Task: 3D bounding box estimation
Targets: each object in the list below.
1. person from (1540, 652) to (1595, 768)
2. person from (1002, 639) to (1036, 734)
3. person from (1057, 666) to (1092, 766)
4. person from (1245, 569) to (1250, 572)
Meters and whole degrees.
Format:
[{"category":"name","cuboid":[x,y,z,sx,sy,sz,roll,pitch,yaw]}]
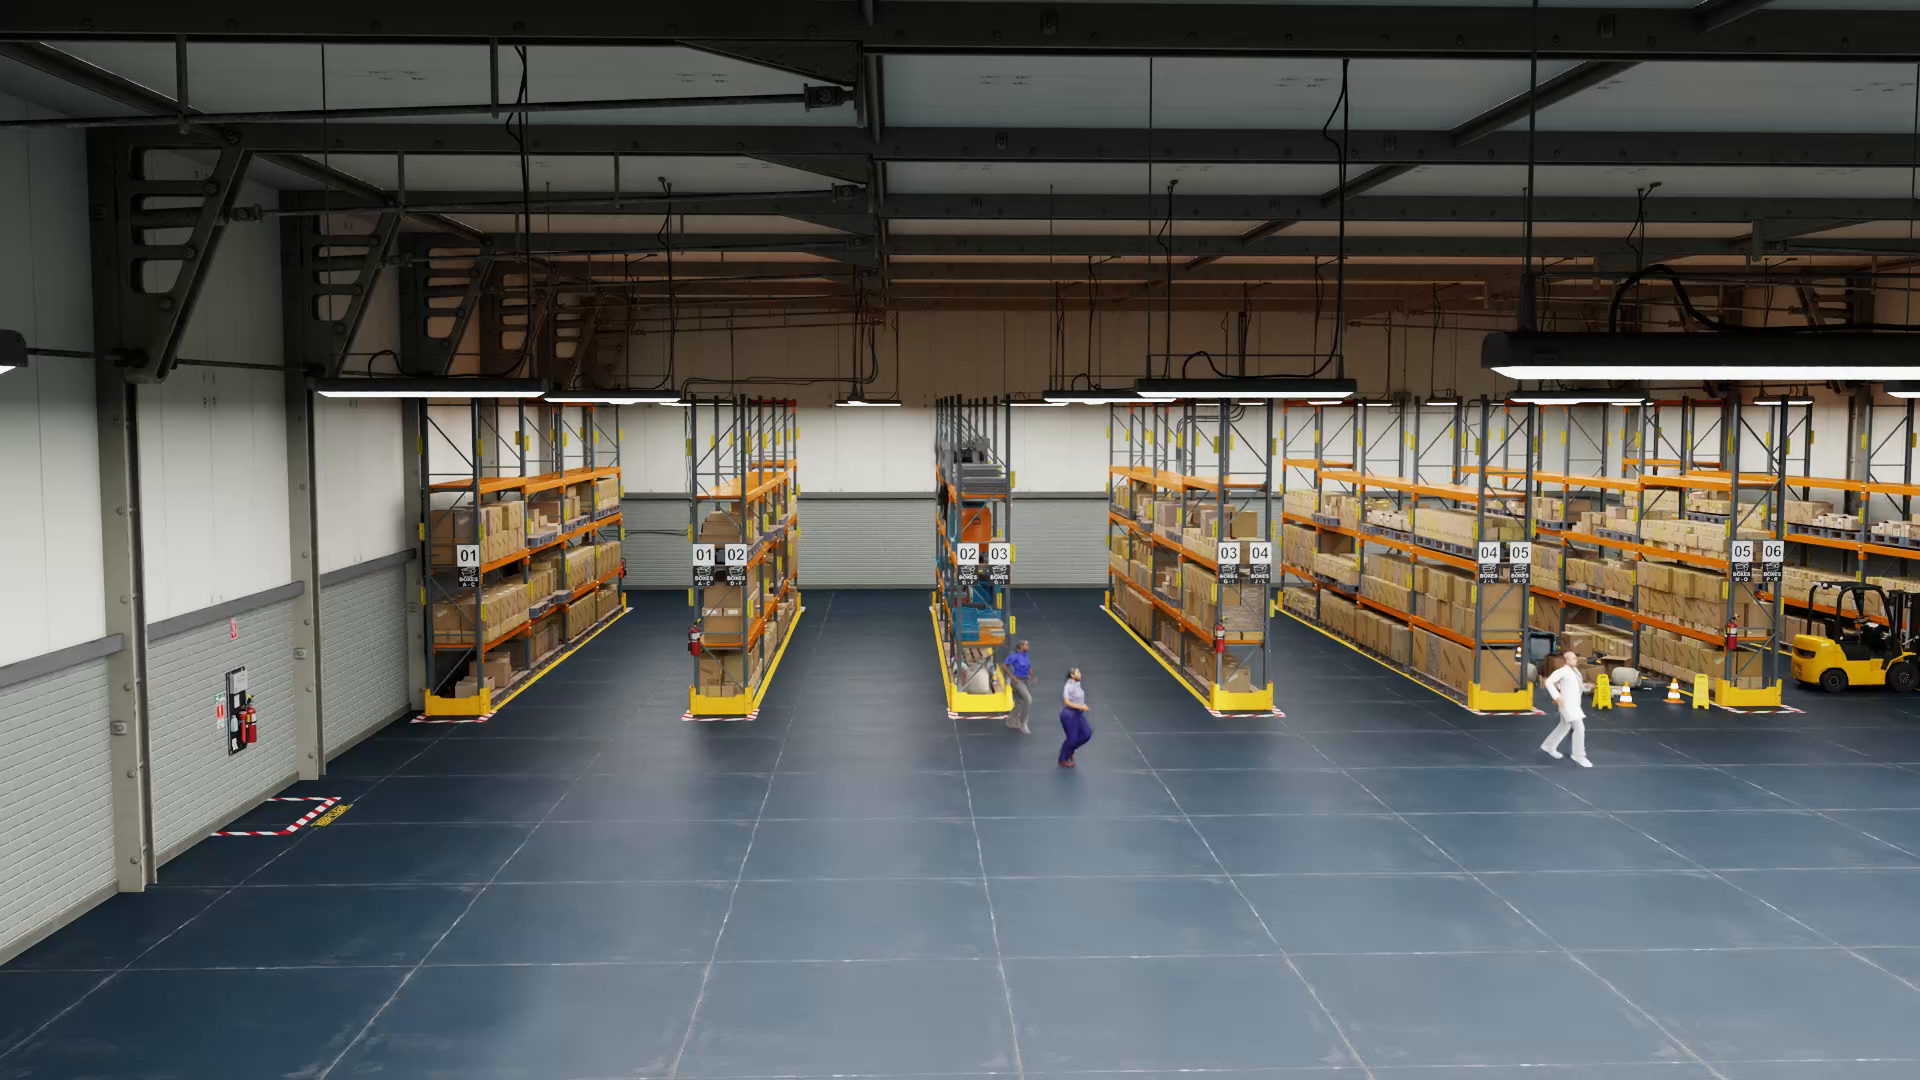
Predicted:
[{"category":"person","cuboid":[9.820,2.709,26.847,0.908,1.827,0.681,4,6,38]},{"category":"person","cuboid":[1.083,2.589,29.553,0.662,1.674,0.585,3,5,35]},{"category":"person","cuboid":[1.839,2.820,26.603,0.573,1.609,0.603,2,5,22]},{"category":"person","cuboid":[8.442,1.033,48.395,0.875,1.774,0.712,-2,5,-25]}]
